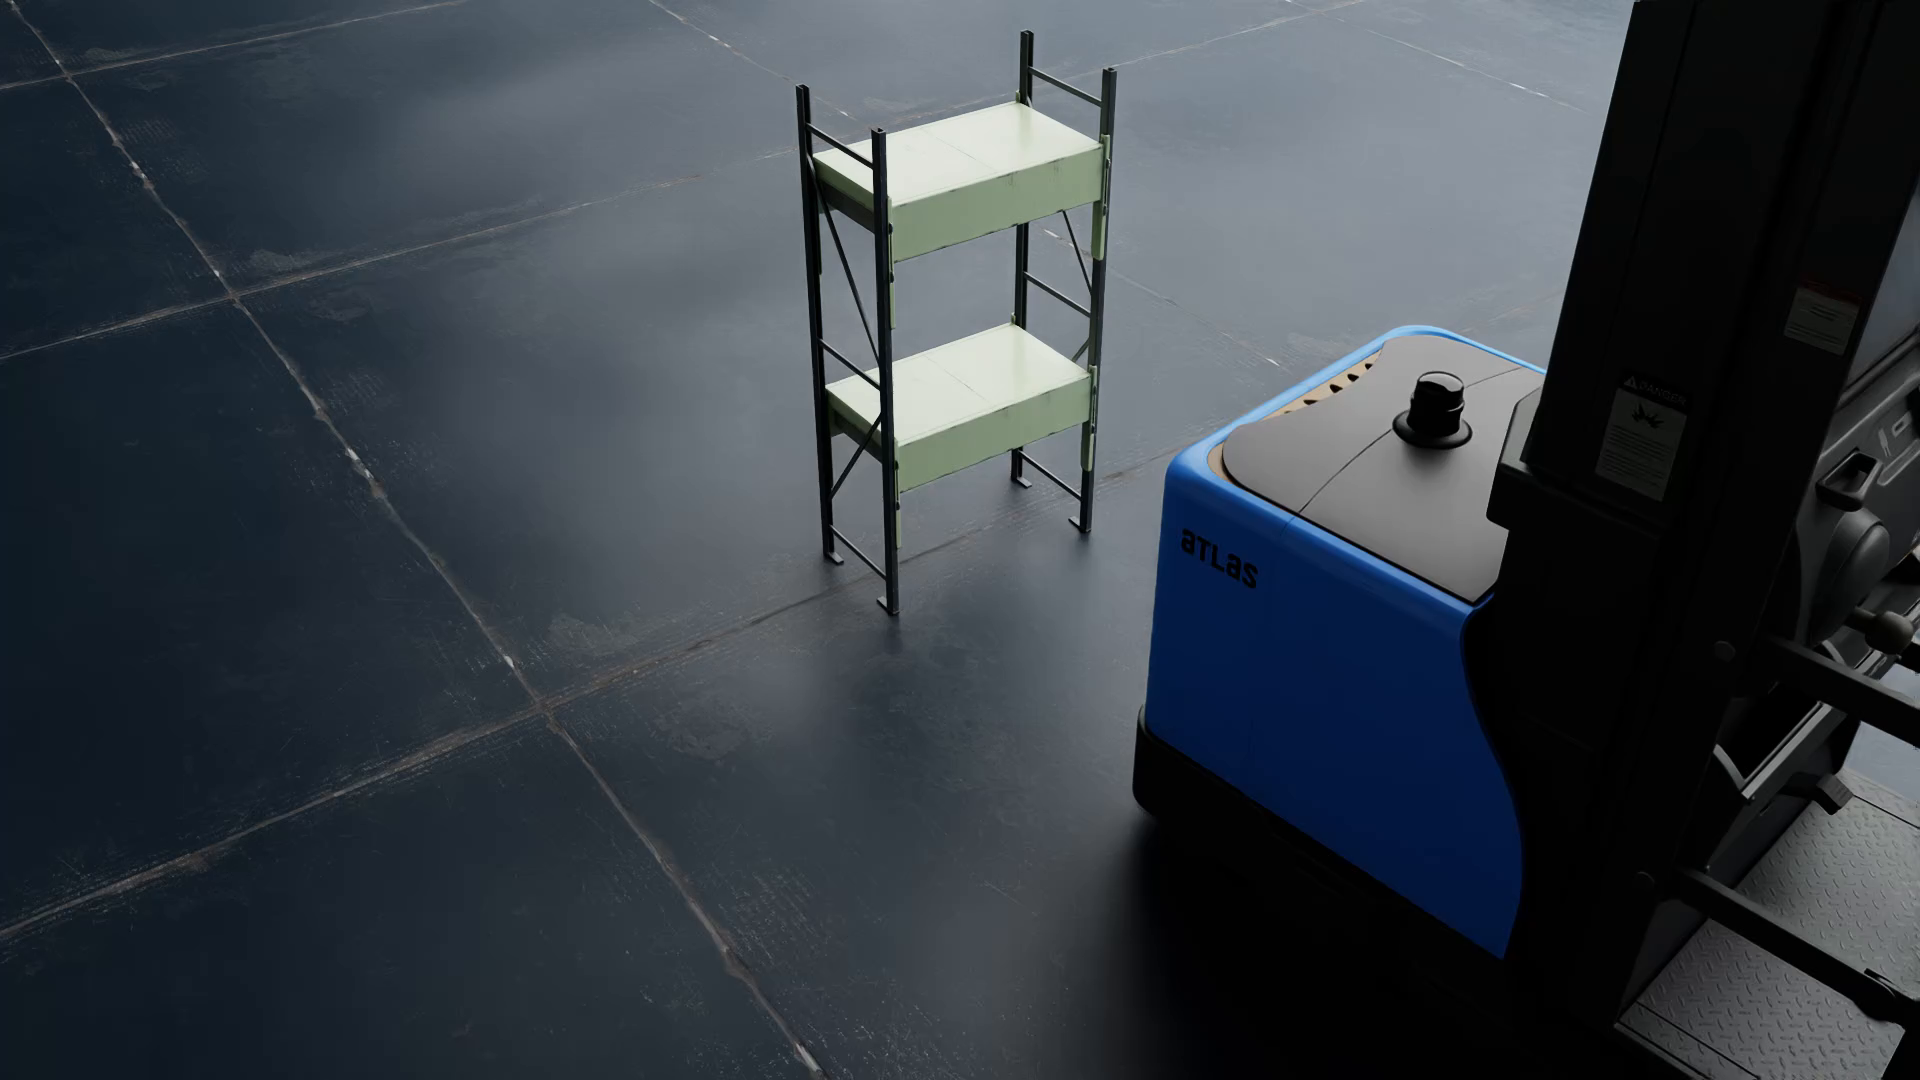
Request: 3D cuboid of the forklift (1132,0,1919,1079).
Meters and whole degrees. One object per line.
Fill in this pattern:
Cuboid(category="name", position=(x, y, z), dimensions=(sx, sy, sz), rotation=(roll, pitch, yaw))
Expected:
Cuboid(category="forklift", position=(1.822, -0.068, 2.835), dimensions=(1.130, 2.935, 3.031), rotation=(-29, 45, -34))

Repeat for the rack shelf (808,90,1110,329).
Cuboid(category="rack shelf", position=(-0.005, -0.923, 4.581), dimensions=(0.720, 0.370, 0.431), rotation=(-22, 41, -28))

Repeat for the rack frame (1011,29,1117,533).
Cuboid(category="rack frame", position=(0.294, -0.730, 4.980), dimensions=(0.023, 1.500, 0.400), rotation=(-22, 41, -28))

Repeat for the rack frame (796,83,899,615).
Cuboid(category="rack frame", position=(-0.305, -0.484, 4.638), dimensions=(0.023, 1.500, 0.400), rotation=(-22, 41, -28))

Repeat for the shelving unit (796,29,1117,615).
Cuboid(category="shelving unit", position=(-0.005, -0.607, 4.809), dimensions=(0.755, 1.500, 0.431), rotation=(-22, 41, -28))

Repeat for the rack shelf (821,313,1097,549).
Cuboid(category="rack shelf", position=(-0.005, -0.342, 4.999), dimensions=(0.720, 0.370, 0.431), rotation=(-22, 41, -28))
